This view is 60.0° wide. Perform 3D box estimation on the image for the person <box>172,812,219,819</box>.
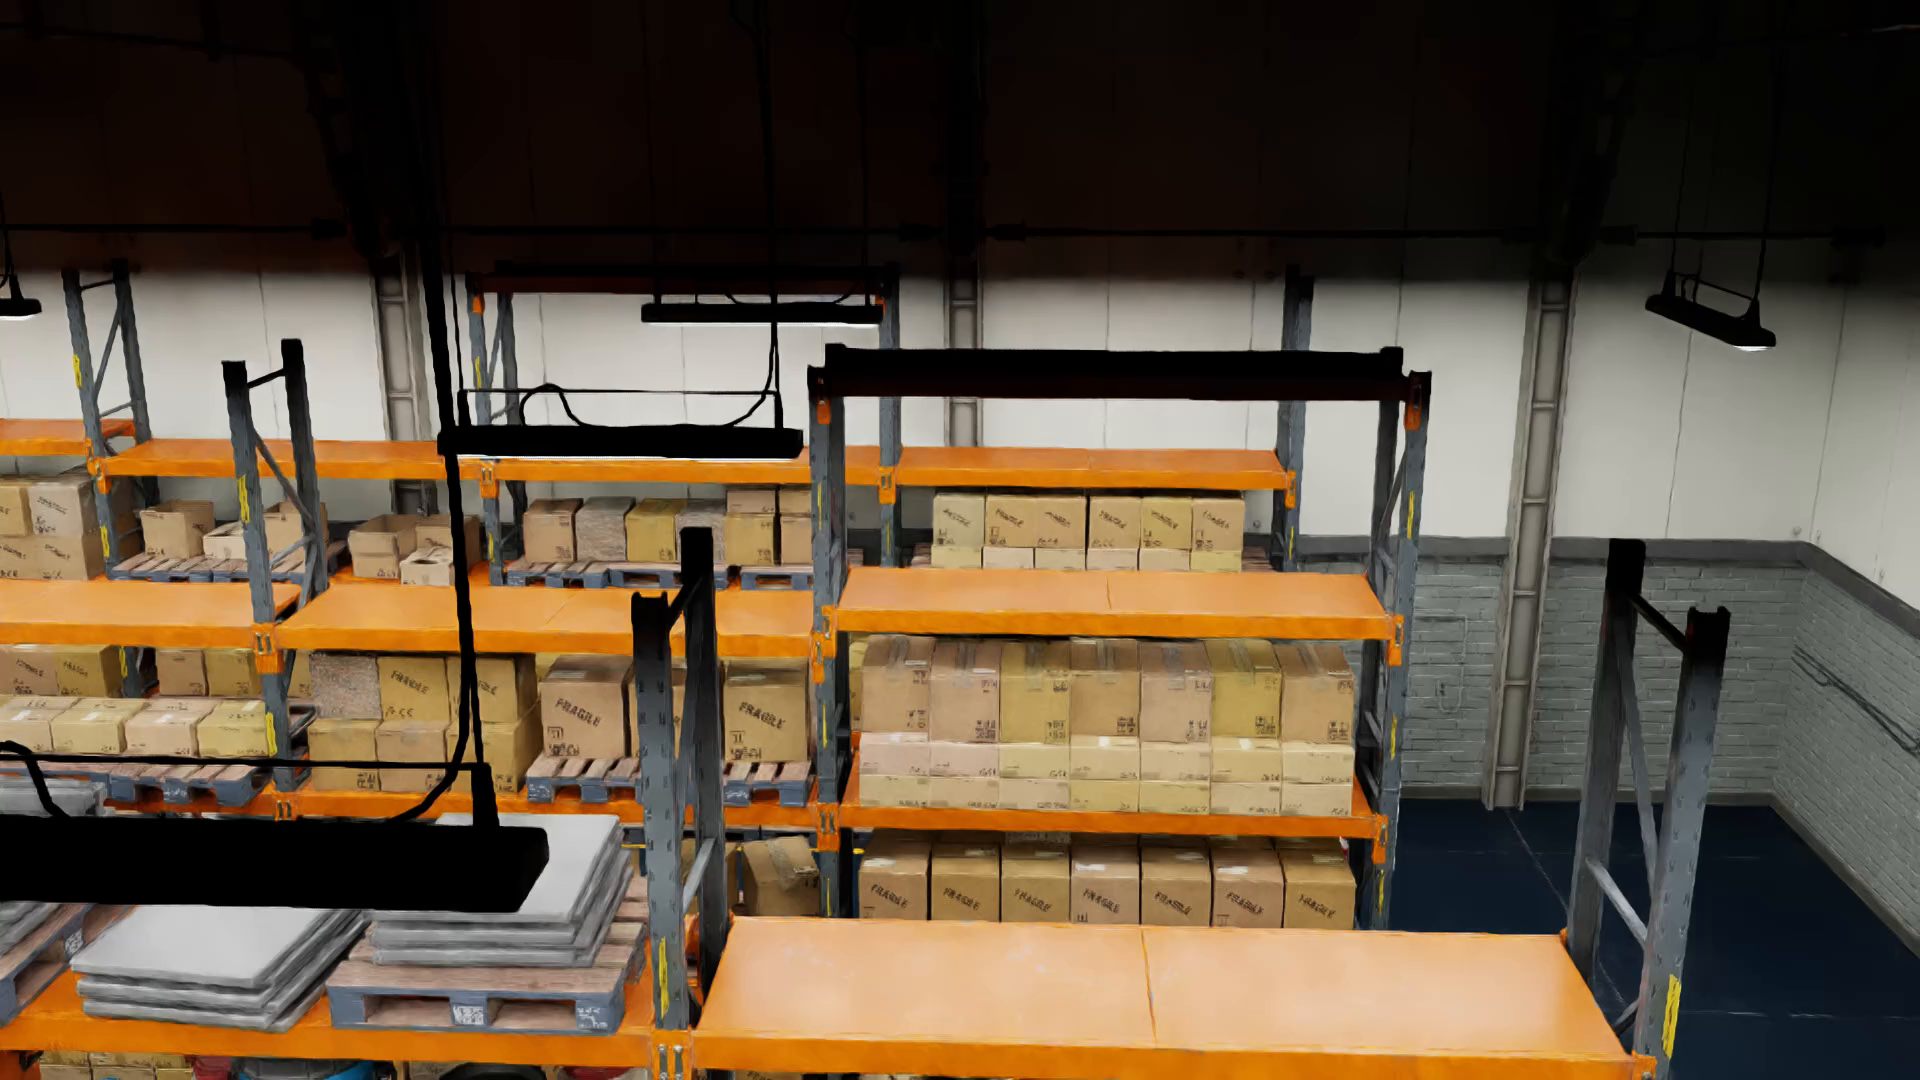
[{"bbox_3d":[-7.462,2.746,16.210,0.997,1.612,0.448,-2,16,-6],"label":"person"}]
